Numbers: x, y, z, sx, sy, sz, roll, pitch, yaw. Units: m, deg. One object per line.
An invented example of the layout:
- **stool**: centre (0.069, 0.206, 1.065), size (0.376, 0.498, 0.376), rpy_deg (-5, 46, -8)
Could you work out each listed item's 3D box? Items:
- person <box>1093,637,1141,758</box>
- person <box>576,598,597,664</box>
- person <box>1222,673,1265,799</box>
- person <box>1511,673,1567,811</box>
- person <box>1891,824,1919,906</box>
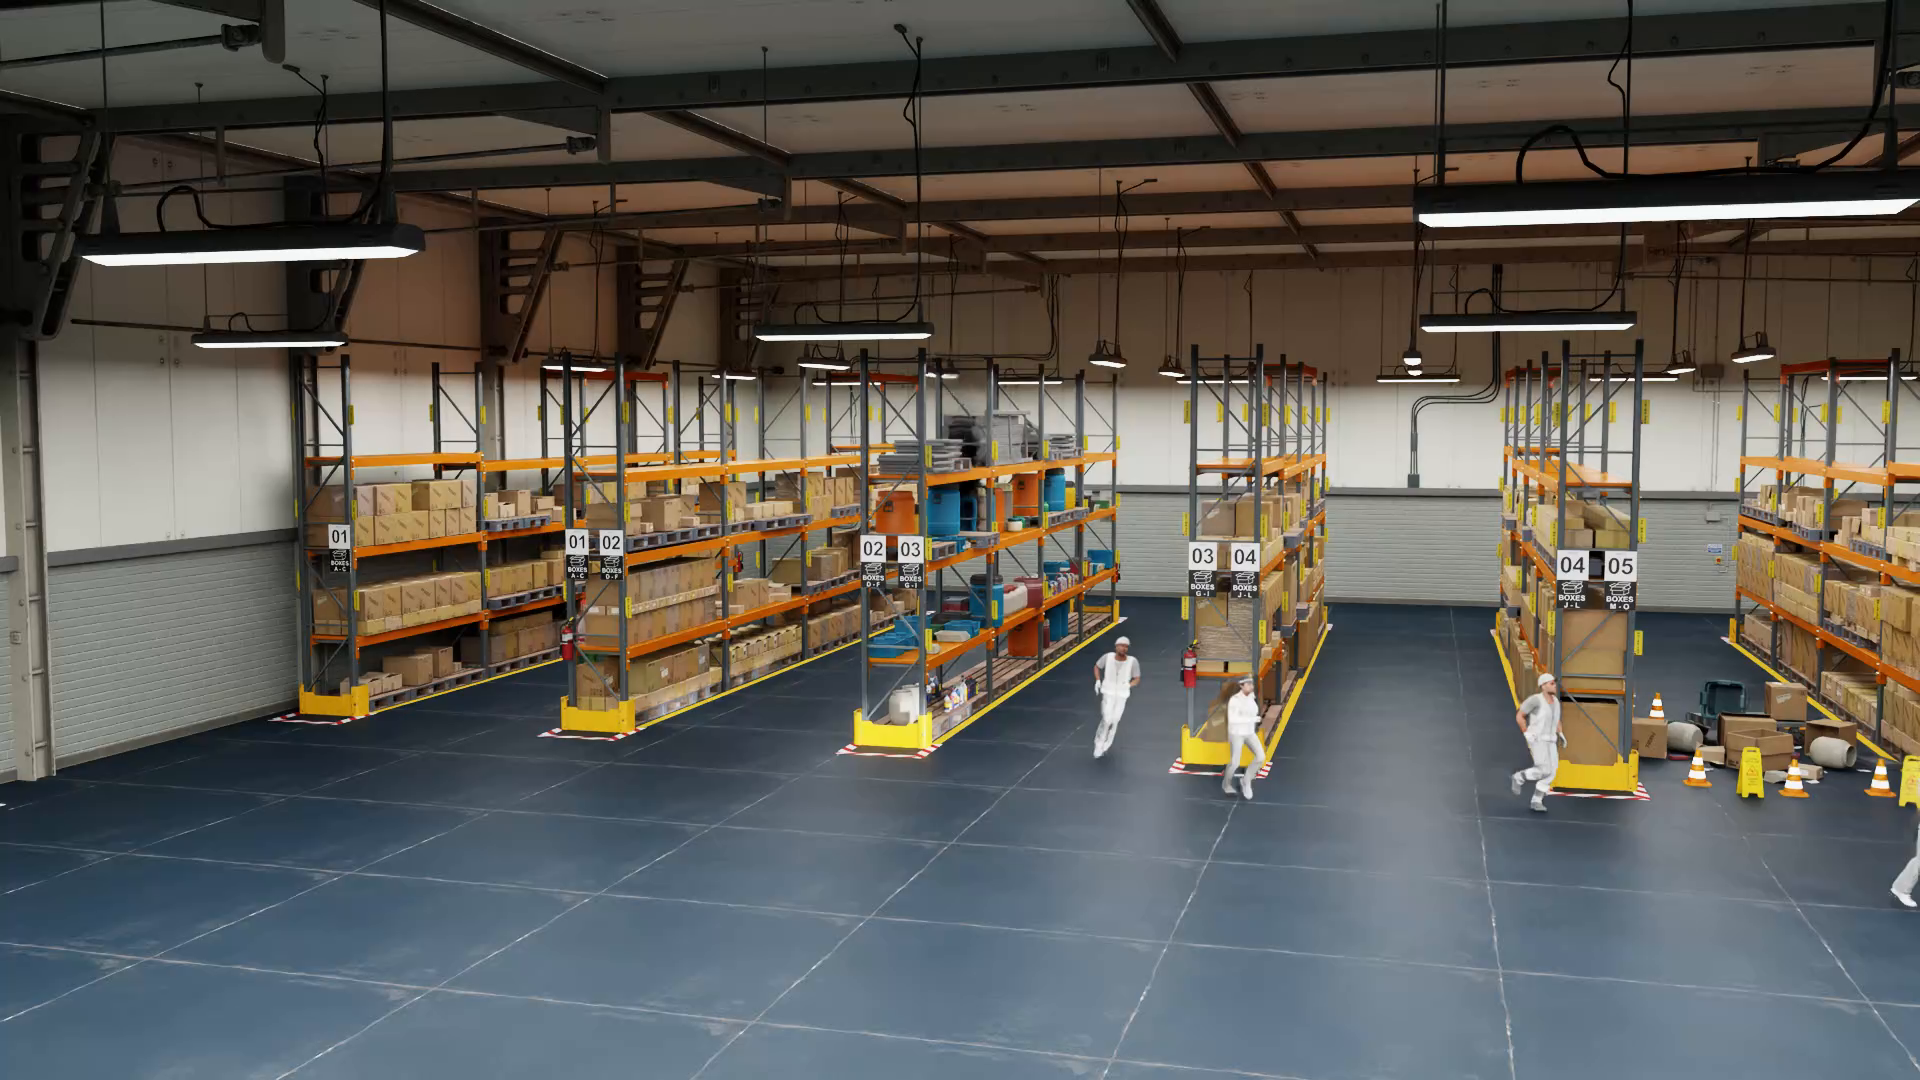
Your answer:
- **person**: centre (2.296, 2.304, 24.414), size (0.697, 1.786, 0.665), rpy_deg (0, 4, -2)
- **person**: centre (-6.518, 1.929, 29.150), size (0.607, 1.833, 0.855), rpy_deg (1, 4, 16)
- **person**: centre (3.688, 2.534, 21.642), size (0.642, 1.665, 0.780), rpy_deg (-3, 5, -34)
- **person**: centre (7.442, 2.557, 21.218), size (0.704, 1.708, 0.601), rpy_deg (-2, 5, -27)
- **person**: centre (9.771, 2.913, 16.672), size (0.580, 1.731, 0.775), rpy_deg (-3, 5, -31)
